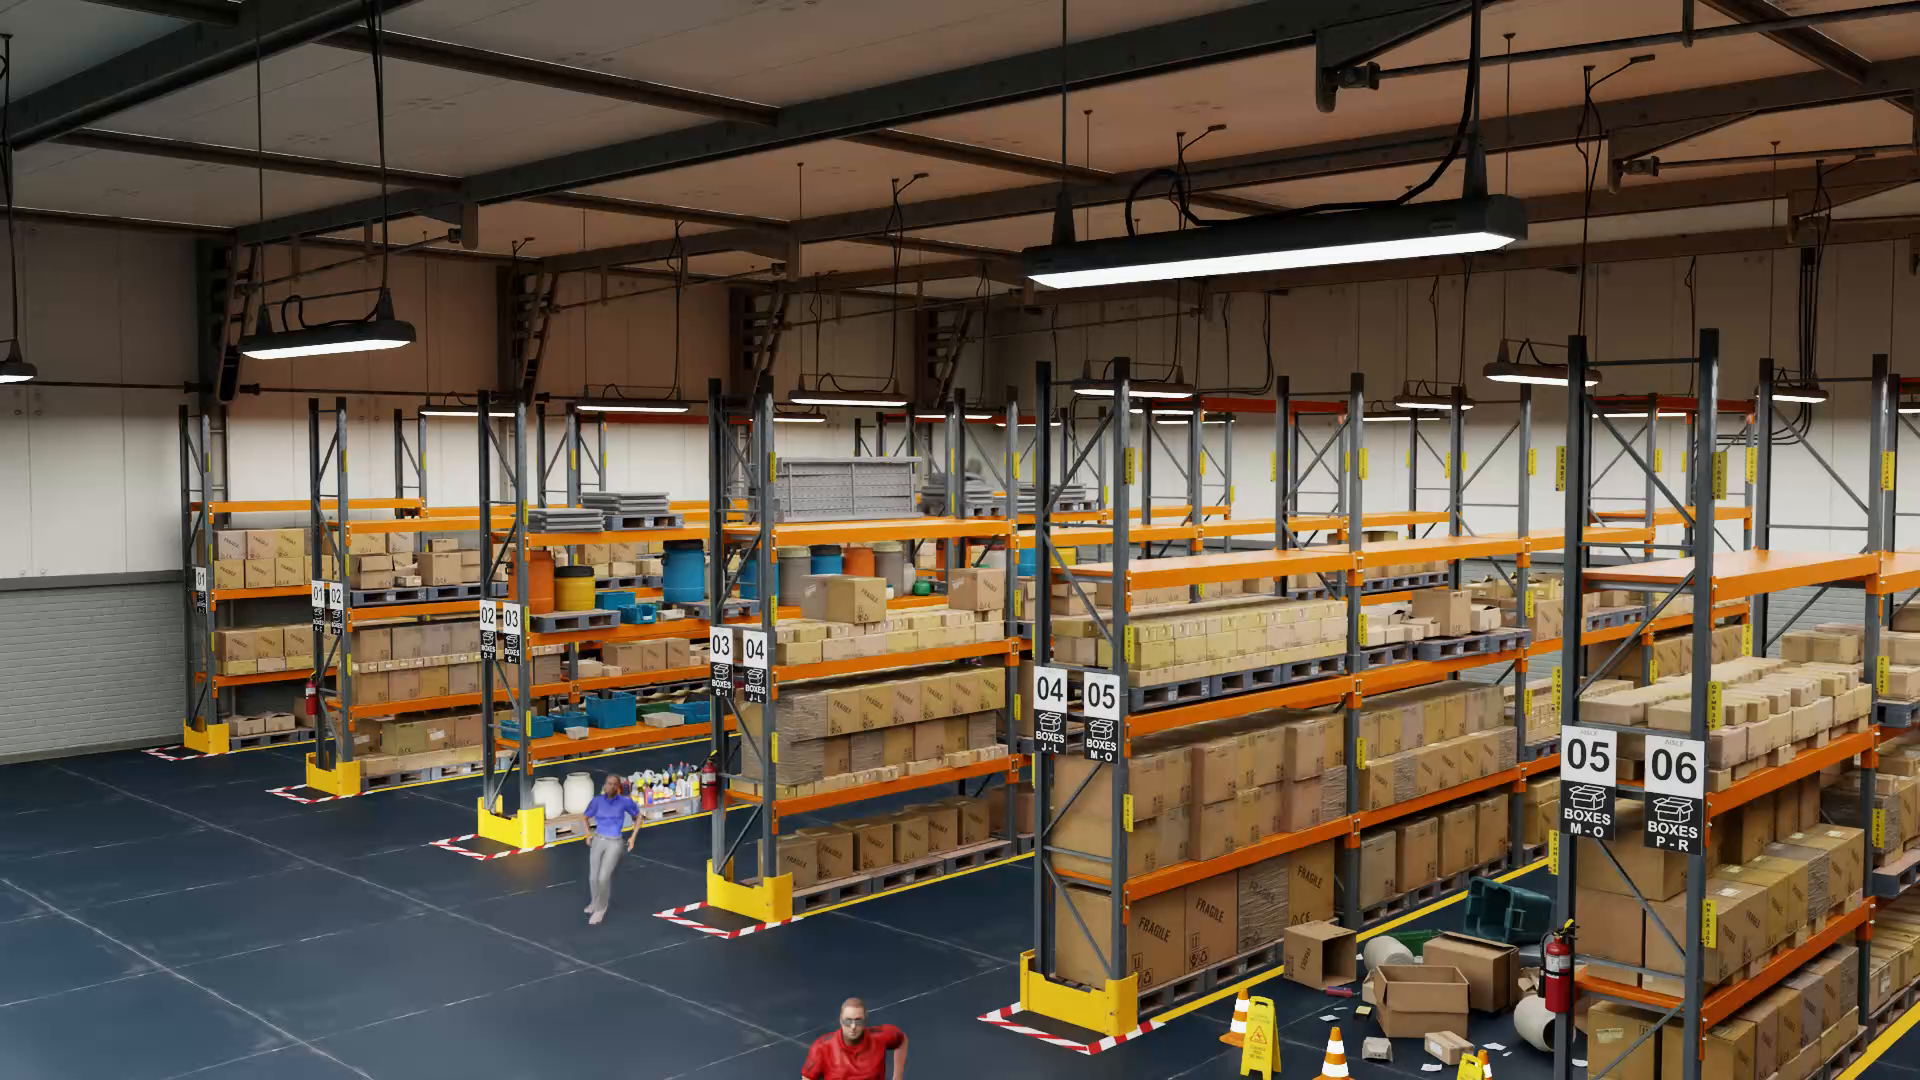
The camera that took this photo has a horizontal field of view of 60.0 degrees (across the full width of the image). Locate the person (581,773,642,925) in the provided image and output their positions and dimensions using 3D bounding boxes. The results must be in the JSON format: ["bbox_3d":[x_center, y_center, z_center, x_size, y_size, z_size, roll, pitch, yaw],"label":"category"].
[{"bbox_3d":[-3.877,3.396,18.351,0.656,1.656,0.661,0,3,7],"label":"person"}]

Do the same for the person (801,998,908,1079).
[{"bbox_3d":[-0.672,3.773,10.675,0.677,1.790,0.952,0,3,-1],"label":"person"}]
